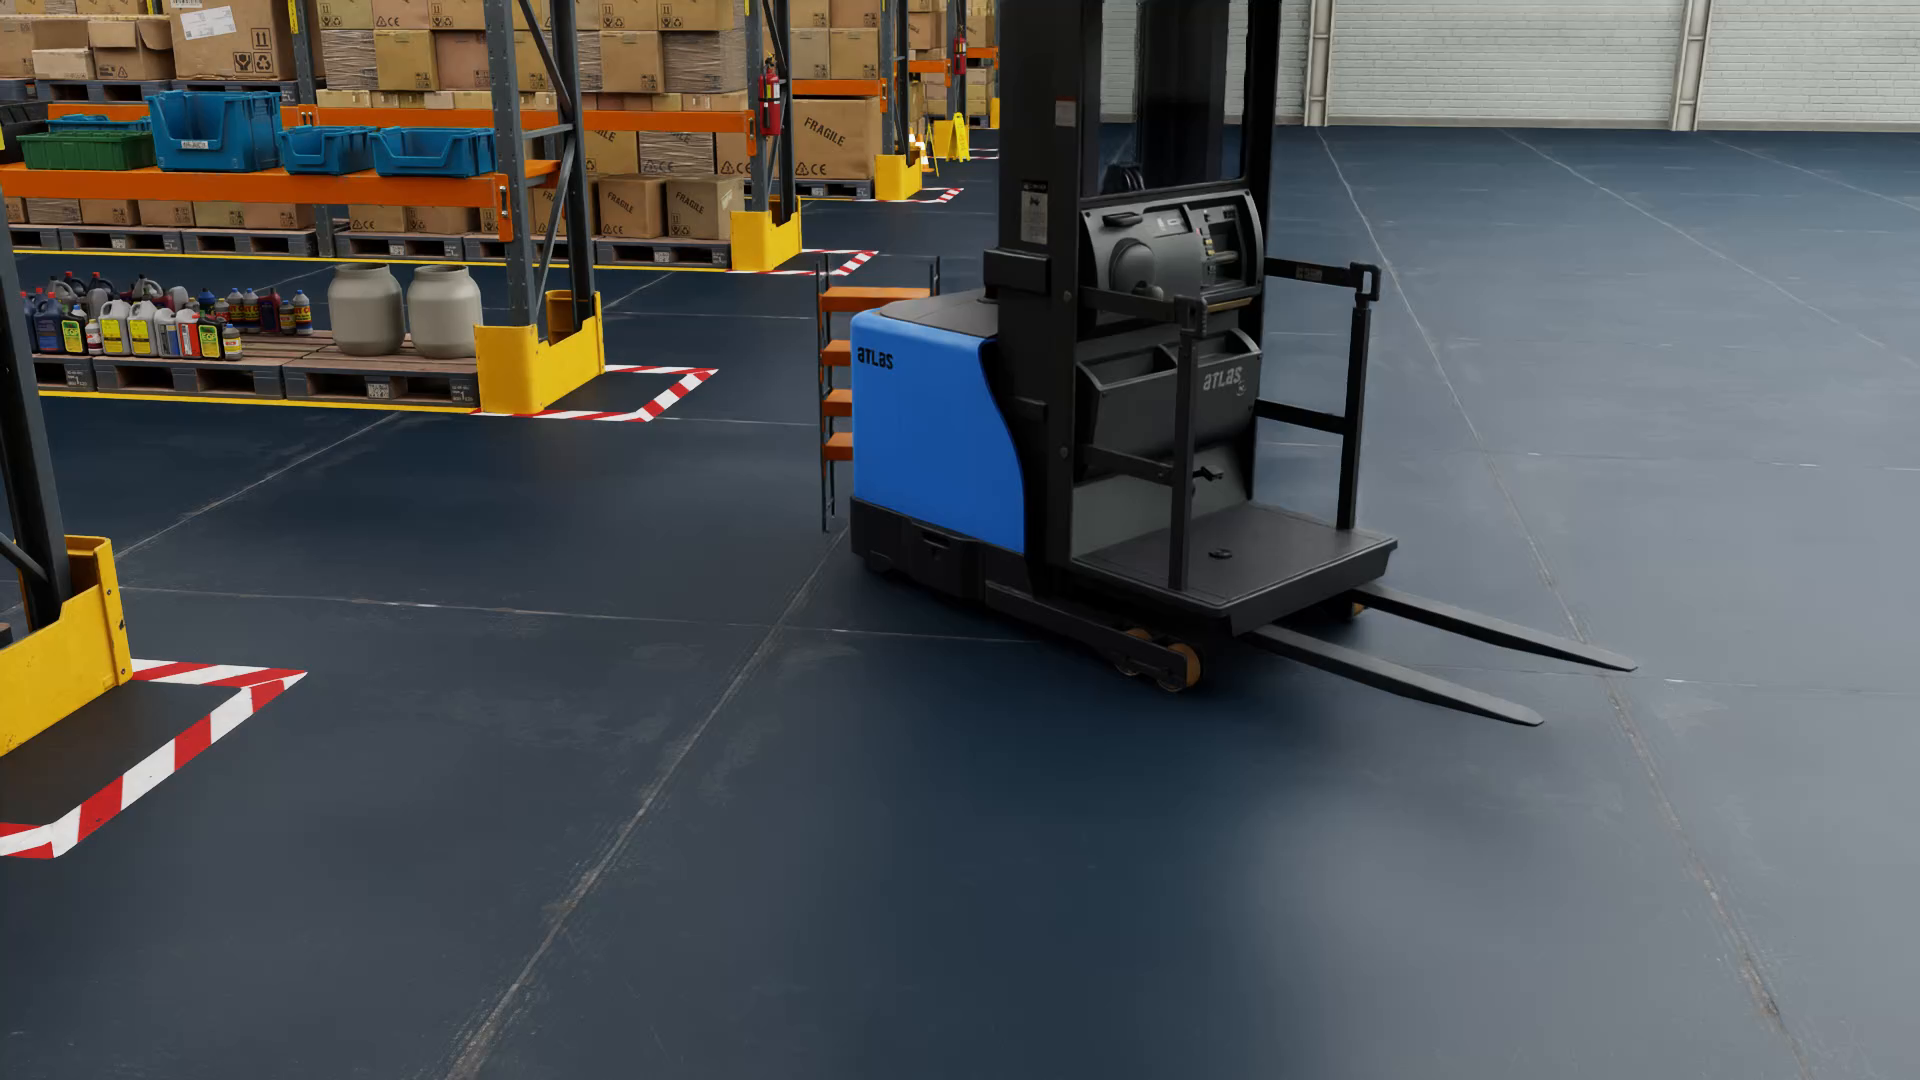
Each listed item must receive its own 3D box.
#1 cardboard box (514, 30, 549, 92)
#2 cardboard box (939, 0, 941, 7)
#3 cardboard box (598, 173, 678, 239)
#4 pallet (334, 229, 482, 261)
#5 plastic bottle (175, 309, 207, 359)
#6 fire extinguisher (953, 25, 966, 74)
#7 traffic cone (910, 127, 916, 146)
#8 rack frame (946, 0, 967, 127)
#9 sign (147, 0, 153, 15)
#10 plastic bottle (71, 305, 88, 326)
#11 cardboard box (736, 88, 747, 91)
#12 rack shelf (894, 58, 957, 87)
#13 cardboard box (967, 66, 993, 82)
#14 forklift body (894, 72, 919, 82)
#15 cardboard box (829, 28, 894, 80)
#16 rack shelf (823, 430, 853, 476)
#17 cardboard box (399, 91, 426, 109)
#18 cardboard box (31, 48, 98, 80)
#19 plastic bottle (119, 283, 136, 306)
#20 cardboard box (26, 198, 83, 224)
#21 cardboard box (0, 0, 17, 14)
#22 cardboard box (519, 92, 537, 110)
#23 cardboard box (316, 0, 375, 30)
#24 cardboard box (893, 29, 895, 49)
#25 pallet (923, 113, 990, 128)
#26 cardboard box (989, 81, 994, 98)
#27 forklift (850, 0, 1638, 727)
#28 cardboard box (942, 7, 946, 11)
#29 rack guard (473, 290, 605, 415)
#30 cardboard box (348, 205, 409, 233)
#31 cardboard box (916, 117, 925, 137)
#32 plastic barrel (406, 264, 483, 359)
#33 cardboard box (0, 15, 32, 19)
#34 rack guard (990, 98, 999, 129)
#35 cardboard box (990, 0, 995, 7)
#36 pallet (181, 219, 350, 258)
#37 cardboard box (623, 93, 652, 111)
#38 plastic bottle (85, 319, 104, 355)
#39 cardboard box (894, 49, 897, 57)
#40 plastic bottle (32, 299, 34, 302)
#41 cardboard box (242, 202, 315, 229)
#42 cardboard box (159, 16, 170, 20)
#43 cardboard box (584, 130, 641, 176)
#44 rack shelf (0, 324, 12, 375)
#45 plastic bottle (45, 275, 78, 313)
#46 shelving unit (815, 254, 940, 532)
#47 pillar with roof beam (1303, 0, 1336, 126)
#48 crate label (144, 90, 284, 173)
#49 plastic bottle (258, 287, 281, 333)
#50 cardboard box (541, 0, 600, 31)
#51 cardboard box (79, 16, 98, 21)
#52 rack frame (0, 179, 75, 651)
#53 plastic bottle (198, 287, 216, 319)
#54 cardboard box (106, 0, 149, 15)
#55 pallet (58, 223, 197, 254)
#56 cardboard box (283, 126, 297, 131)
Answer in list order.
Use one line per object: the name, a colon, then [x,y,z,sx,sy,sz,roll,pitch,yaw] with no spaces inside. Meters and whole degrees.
cardboard box: [-3.648,-4.164,14.395,0.500,0.500,0.875,3,19,9]
cardboard box: [-0.395,-9.036,27.932,0.250,0.149,0.380,3,19,9]
cardboard box: [-2.827,-2.954,14.683,0.500,0.500,0.500,8,20,23]
pallet: [-4.899,-2.741,15.162,1.213,0.211,1.003,3,19,9]
plastic bottle: [-4.531,-1.226,9.840,0.135,0.276,0.152,3,19,9]
fire extinguisher: [-0.006,-6.802,23.028,0.183,0.674,0.296,3,19,9]
traffic cone: [-0.675,-5.404,22.724,0.334,0.463,0.336,3,19,9]
rack frame: [-0.046,-6.989,23.464,0.127,3.000,1.000,3,19,9]
sign: [-11.981,-7.867,24.600,0.005,0.325,0.100,3,19,9]
plastic bottle: [-5.284,-1.273,9.987,0.097,0.271,0.097,0,18,0]
cardboard box: [-1.861,-3.854,14.491,0.250,0.149,0.380,3,19,9]
rack shelf: [-2.021,-6.749,23.879,4.000,0.370,1.077,3,19,9]
cardboard box: [0.293,-7.997,28.573,0.500,0.250,0.500,3,19,8]
forklift body: [-1.424,-7.666,26.824,1.214,2.155,2.313,3,19,9]
cardboard box: [-1.105,-5.509,18.804,0.550,0.550,0.875,3,19,9]
rack shelf: [-0.350,-0.382,7.390,0.480,0.148,0.258,2,19,6]
cardboard box: [-4.658,-3.831,14.423,0.250,0.149,0.380,3,19,9]
cardboard box: [-7.898,-4.259,14.878,0.500,0.250,0.500,2,19,7]
plastic bottle: [-5.314,-1.508,10.669,0.133,0.283,0.061,4,19,12]
cardboard box: [-8.302,-3.259,15.562,0.500,0.500,0.700,1,19,4]
cardboard box: [-14.394,-8.155,25.216,0.500,0.500,0.500,3,19,8]
cardboard box: [-3.666,-3.792,14.305,0.250,0.149,0.380,3,19,9]
cardboard box: [-5.163,-4.646,14.260,0.500,0.500,0.500,3,19,9]
cardboard box: [-1.119,-7.145,23.305,0.500,0.500,0.500,3,19,9]
pallet: [-0.024,-7.248,28.631,1.213,0.211,1.003,3,19,9]
cardboard box: [0.306,-7.765,28.668,0.500,0.250,0.500,3,19,10]
forklift: [0.919,-1.049,5.818,1.130,2.935,3.031,-17,25,-41]
cardboard box: [-0.153,-8.865,27.891,0.250,0.149,0.380,3,19,10]
rack guard: [-2.486,-1.137,9.912,0.348,0.500,1.175,3,19,9]
cardboard box: [-5.179,-3.067,15.019,0.500,0.500,0.500,2,19,7]
cardboard box: [-0.799,-6.012,24.214,0.500,0.250,0.500,3,19,8]
plastic barrel: [-3.065,-1.361,9.903,0.421,0.512,0.421,0,18,0]
cardboard box: [-11.236,-6.184,19.853,0.250,0.149,0.380,3,19,8]
rack guard: [0.761,-7.358,28.506,0.348,0.500,1.175,3,19,9]
cardboard box: [0.440,-9.124,28.197,0.250,0.149,0.380,3,19,8]
pallet: [-6.336,-2.802,15.345,1.213,0.211,1.003,3,19,9]
cardboard box: [-2.678,-3.742,14.155,0.250,0.149,0.380,3,19,9]
plastic bottle: [-5.160,-1.214,9.921,0.097,0.201,0.097,0,18,0]
cardboard box: [-0.967,-6.819,23.353,0.250,0.149,0.380,3,19,8]
plastic bottle: [-5.945,-1.495,10.761,0.097,0.201,0.097,0,18,0]
cardboard box: [-6.170,-3.147,15.226,0.500,0.500,0.700,1,19,4]
cardboard box: [-9.187,-6.079,19.541,0.250,0.149,0.380,2,19,6]
cardboard box: [-4.071,-4.773,19.526,0.875,0.875,0.875,3,19,9]
rack shelf: [-5.168,-0.541,5.326,4.000,0.370,1.077,3,19,9]
plastic bottle: [-5.694,-1.499,10.538,0.185,0.351,0.144,3,19,9]
shelving unit: [-0.350,-0.634,7.306,0.503,1.200,0.258,2,19,6]
pillar with roof beam: [5.434,-10.056,23.176,0.400,9.000,9.100,3,19,9]
crate label: [-4.264,-2.358,9.566,0.616,0.435,0.502,3,19,9]
plastic bottle: [-4.365,-1.459,10.525,0.133,0.283,0.061,3,19,10]
cardboard box: [-3.188,-4.547,13.962,0.500,0.500,0.500,3,19,9]
cardboard box: [-10.194,-6.132,19.699,0.250,0.149,0.380,3,19,9]
rack frame: [-3.193,-0.781,4.911,0.127,3.000,1.000,3,19,9]
plastic bottle: [-4.781,-1.469,10.573,0.097,0.271,0.097,0,18,0]
cardboard box: [-12.404,-8.052,24.907,0.500,0.500,0.500,3,19,8]
pallet: [-7.544,-2.863,15.527,1.213,0.211,1.003,3,19,9]
cardboard box: [-8.043,-4.909,20.132,0.750,0.750,1.050,3,19,8]
